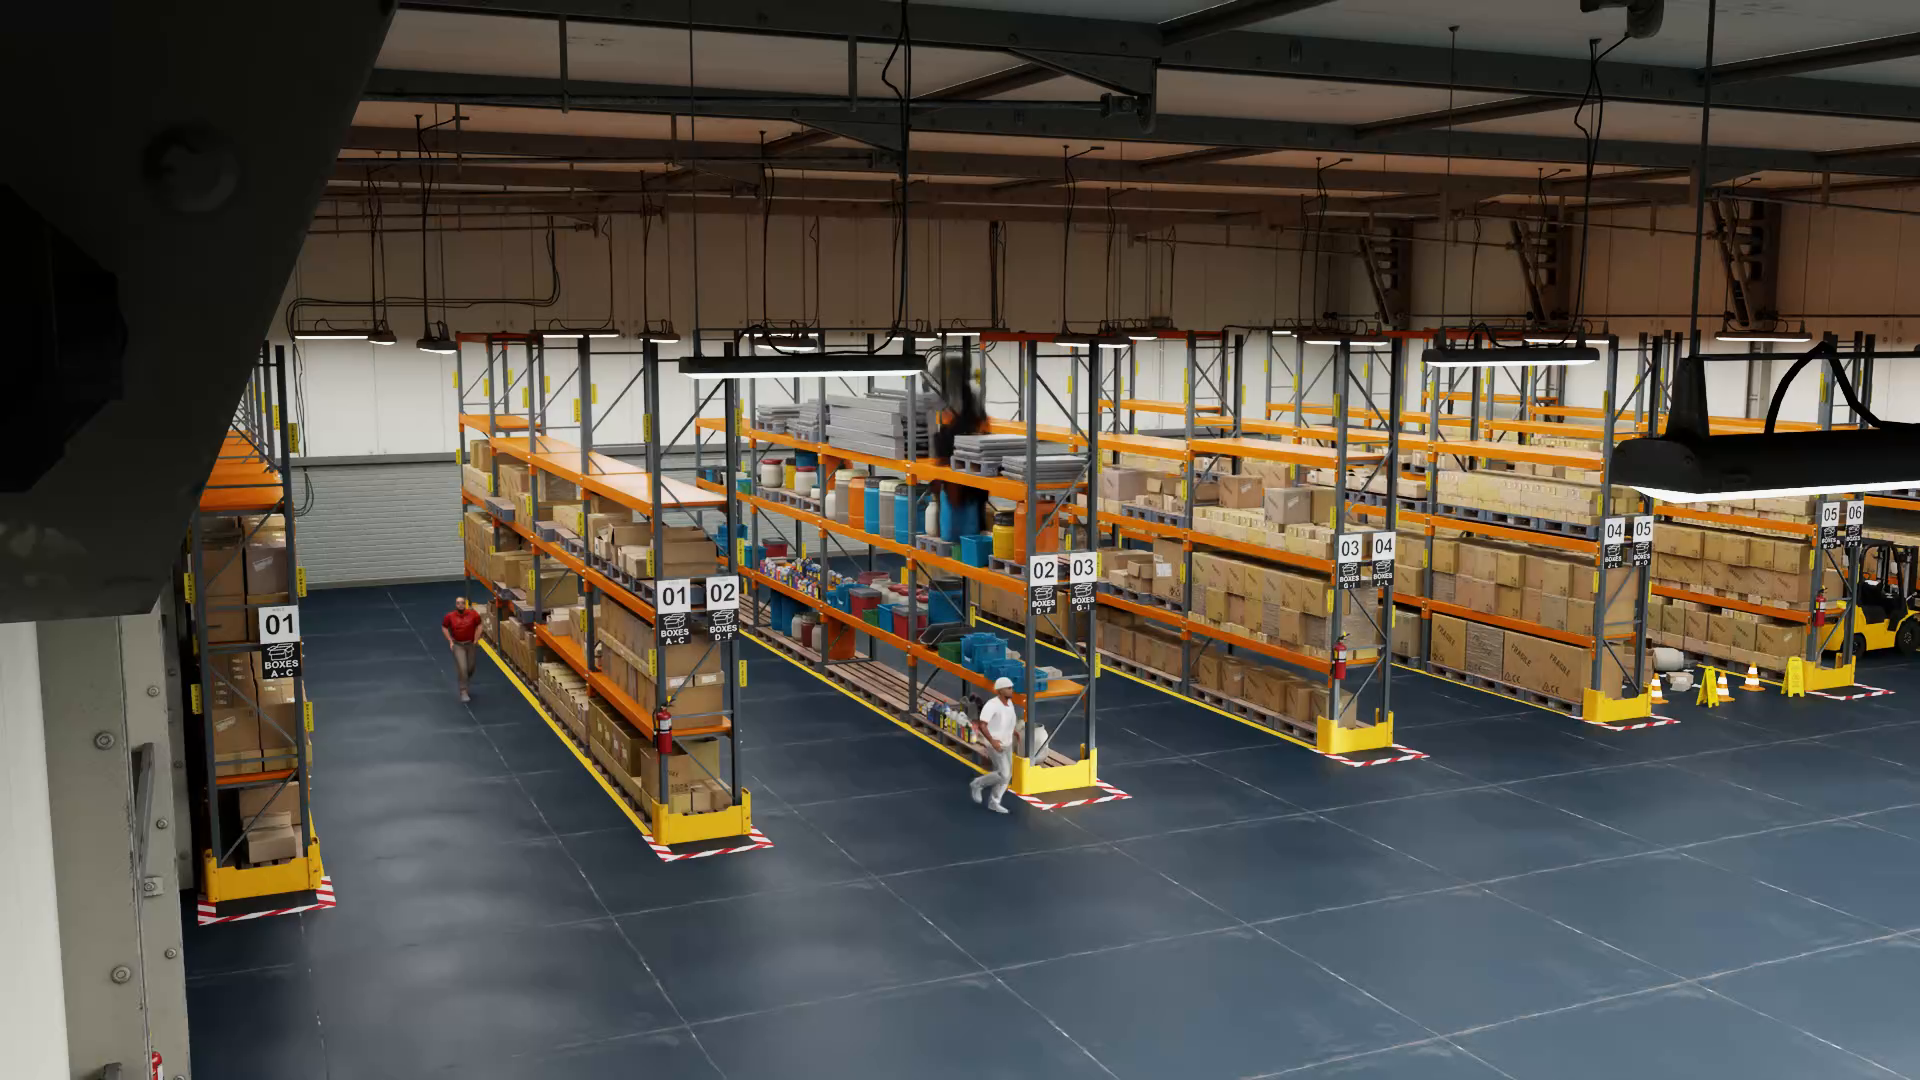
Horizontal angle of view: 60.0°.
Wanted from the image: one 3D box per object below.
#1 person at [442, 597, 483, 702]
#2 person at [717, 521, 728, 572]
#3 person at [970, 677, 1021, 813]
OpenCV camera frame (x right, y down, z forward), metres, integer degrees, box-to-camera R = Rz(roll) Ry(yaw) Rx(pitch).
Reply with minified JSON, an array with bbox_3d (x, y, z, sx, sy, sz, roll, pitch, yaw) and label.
[{"bbox_3d":[-8.259,1.813,27.658,0.658,1.676,0.786,-3,8,-24],"label":"person"},{"bbox_3d":[-5.486,0.321,38.769,0.684,1.663,0.641,-1,8,-9],"label":"person"},{"bbox_3d":[0.471,2.620,21.443,0.575,1.723,0.716,5,9,30],"label":"person"}]
